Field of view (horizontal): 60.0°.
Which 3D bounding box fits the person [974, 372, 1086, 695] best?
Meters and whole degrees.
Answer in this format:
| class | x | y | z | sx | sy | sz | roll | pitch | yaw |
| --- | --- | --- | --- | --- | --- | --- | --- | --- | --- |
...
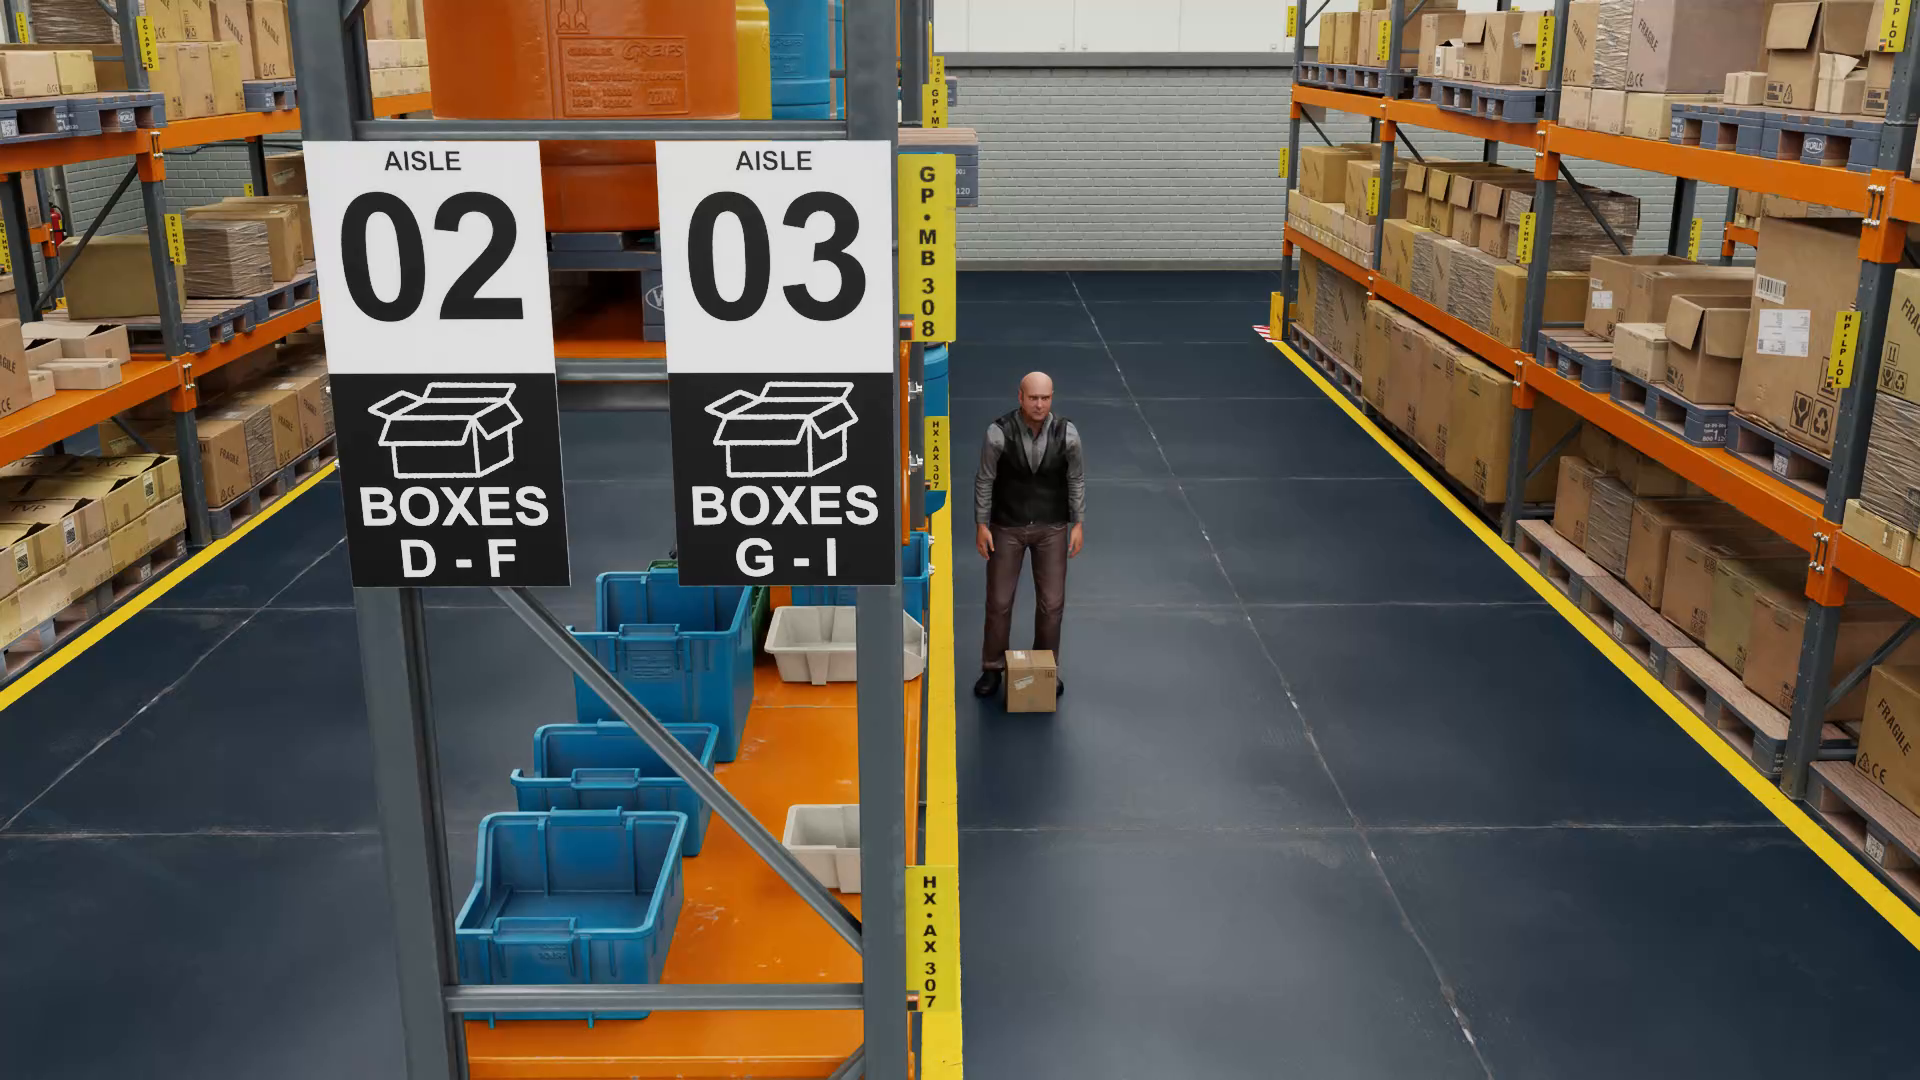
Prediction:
| class | x | y | z | sx | sy | sz | roll | pitch | yaw |
| --- | --- | --- | --- | --- | --- | --- | --- | --- | --- |
| person | 0.362 | -0.049 | 8.745 | 0.594 | 1.721 | 0.415 | -1 | 17 | -4 |
